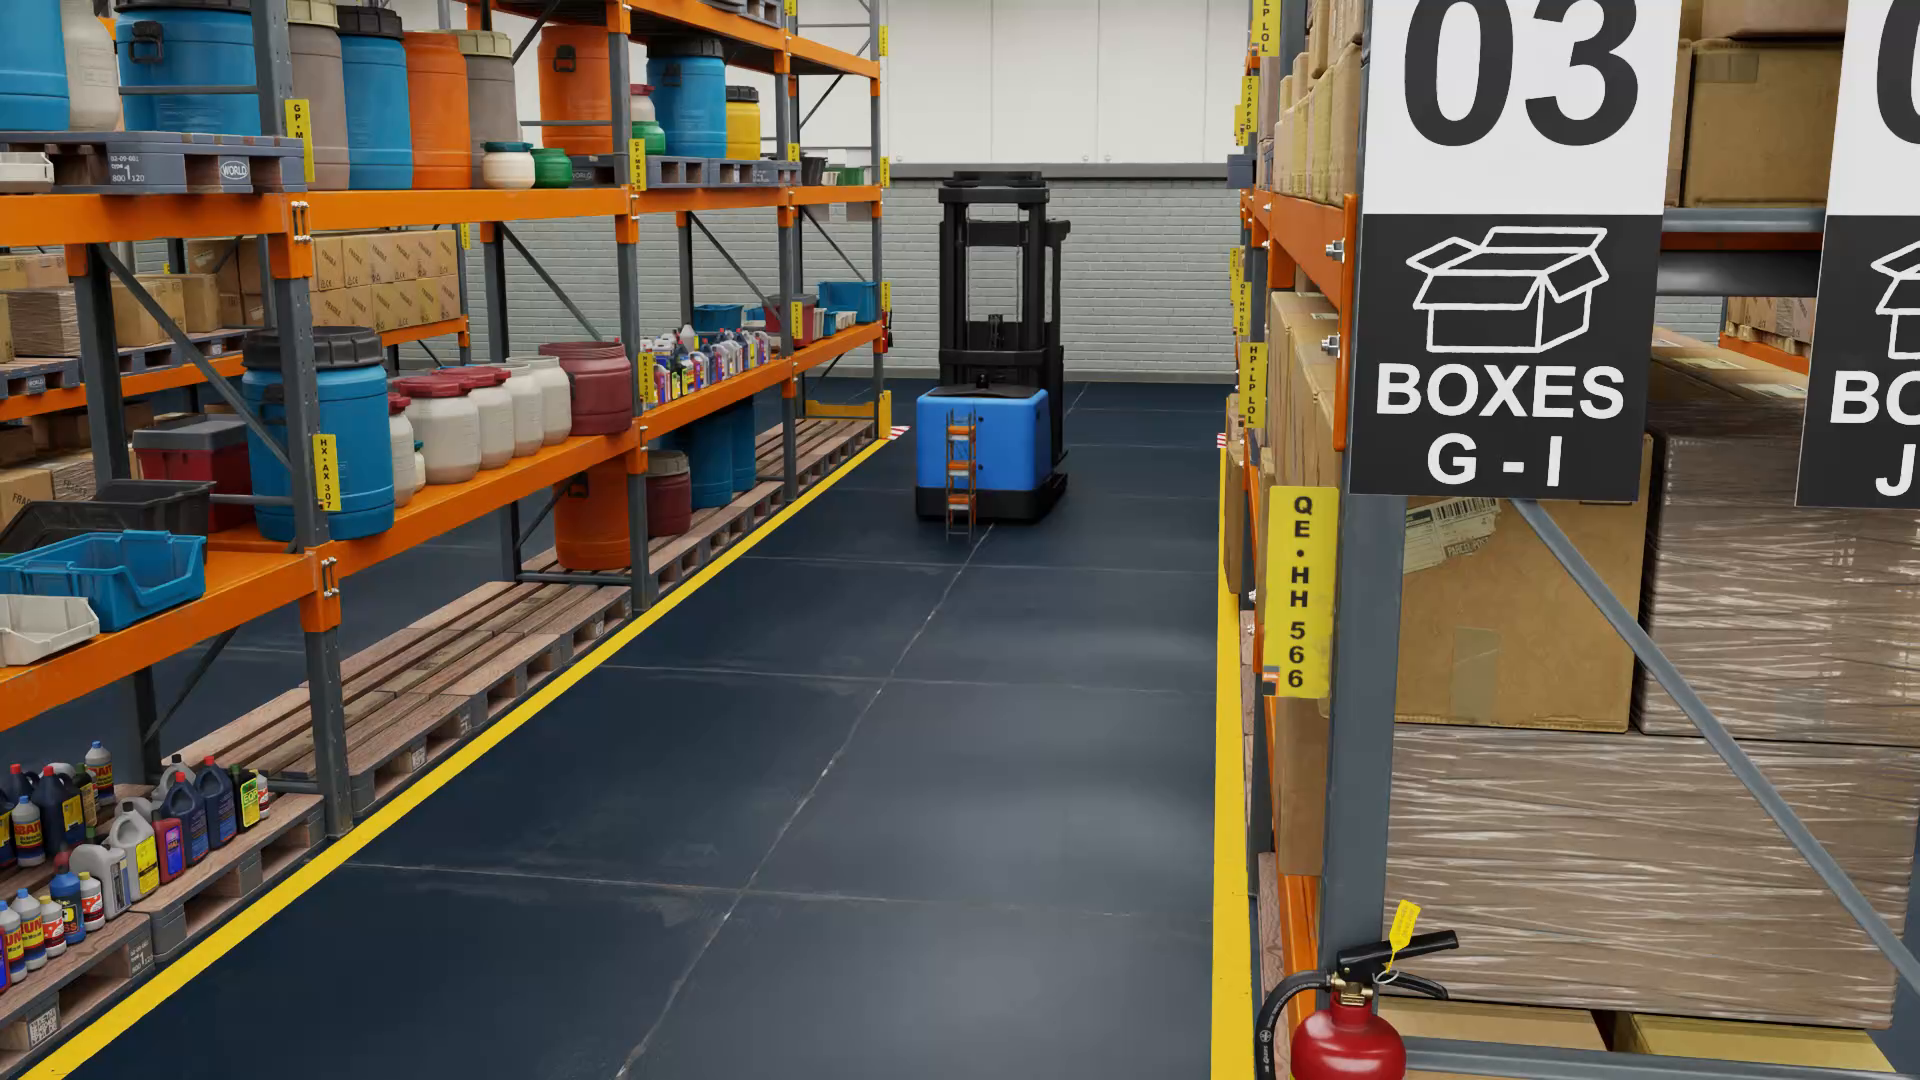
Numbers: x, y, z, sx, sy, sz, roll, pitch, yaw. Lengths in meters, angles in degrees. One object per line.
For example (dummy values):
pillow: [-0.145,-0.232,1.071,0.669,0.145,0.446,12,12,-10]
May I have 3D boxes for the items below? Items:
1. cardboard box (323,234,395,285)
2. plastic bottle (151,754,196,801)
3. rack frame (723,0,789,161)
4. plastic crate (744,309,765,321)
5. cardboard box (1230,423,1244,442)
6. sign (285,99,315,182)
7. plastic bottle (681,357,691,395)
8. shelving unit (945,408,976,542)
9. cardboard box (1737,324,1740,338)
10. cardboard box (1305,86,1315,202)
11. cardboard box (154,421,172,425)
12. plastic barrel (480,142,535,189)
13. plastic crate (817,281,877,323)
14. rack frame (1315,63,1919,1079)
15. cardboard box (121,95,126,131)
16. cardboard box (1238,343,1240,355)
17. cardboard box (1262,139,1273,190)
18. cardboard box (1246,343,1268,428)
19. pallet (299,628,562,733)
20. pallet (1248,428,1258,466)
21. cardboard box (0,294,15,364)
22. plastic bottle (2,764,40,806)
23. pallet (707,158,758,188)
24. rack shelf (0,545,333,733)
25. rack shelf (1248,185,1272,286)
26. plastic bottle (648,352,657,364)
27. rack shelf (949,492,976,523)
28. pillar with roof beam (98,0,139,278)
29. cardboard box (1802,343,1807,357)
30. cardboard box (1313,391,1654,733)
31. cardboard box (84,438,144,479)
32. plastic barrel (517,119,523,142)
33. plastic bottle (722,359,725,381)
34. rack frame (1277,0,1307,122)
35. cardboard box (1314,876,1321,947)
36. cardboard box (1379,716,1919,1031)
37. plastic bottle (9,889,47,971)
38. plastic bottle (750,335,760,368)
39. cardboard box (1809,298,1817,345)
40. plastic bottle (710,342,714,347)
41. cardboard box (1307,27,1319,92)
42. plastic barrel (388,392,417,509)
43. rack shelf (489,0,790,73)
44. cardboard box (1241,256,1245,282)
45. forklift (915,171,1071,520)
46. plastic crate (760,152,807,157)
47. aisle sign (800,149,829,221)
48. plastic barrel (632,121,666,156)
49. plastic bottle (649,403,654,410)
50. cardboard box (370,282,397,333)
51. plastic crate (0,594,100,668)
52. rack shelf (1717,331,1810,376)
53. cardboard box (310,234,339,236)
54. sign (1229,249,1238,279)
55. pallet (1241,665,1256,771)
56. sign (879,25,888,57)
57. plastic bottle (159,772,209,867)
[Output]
cardboard box: [-6.299,-2.945,17.429,0.500,0.500,0.500,2,12,10]
plastic bottle: [-3.179,1.049,6.752,0.144,0.351,0.185,2,12,9]
rack frame: [-1.992,-4.768,14.258,1.000,3.000,0.127,2,12,9]
plastic crate: [-1.989,-2.238,17.014,0.416,0.233,0.300,2,12,9]
cardboard box: [2.558,-0.337,11.984,1.225,0.875,0.875,2,12,9]
sign: [-2.681,-1.621,6.752,0.100,0.325,0.005,2,12,9]
plastic bottle: [-2.049,-1.215,12.316,0.097,0.271,0.097,0,12,0]
shelving unit: [0.008,-0.524,13.434,0.215,1.050,0.252,2,12,9]
cardboard box: [8.030,-2.092,16.676,0.380,0.149,0.250,2,12,11]
cardboard box: [1.040,-0.889,3.734,0.500,0.250,0.500,2,12,10]
cardboard box: [-7.272,-0.786,14.908,0.500,0.500,0.500,2,12,9]
plastic barrel: [-2.572,-2.129,9.461,0.301,0.262,0.301,0,12,0]
plastic crate: [-1.244,-2.639,18.392,0.616,0.435,0.499,2,12,9]
rack frame: [1.056,0.823,2.554,1.000,3.000,0.127,2,12,9]
cardboard box: [-7.117,-3.524,14.132,0.600,0.600,0.600,2,12,8]
cardboard box: [2.664,-1.680,14.765,0.380,0.149,0.250,2,12,10]
cardboard box: [1.814,-1.932,8.572,0.500,0.250,0.500,2,12,10]
cardboard box: [2.118,-1.002,10.785,0.500,0.500,0.500,2,12,10]
pallet: [-2.955,0.774,9.403,1.003,0.211,1.213,2,12,9]
pallet: [2.282,-0.597,9.597,1.213,0.211,1.003,2,12,9]
cardboard box: [-7.516,-1.553,12.345,0.700,0.500,0.500,-2,12,-10]
plastic bottle: [-3.757,1.064,6.678,0.144,0.351,0.185,2,12,10]
pallet: [-2.188,-2.807,12.726,1.003,0.211,1.213,2,12,9]
rack shelf: [-3.530,0.598,5.306,1.077,0.370,4.000,2,12,9]
rack shelf: [1.979,-1.541,8.109,1.077,0.370,4.000,2,12,9]
plastic bottle: [-2.492,-1.413,13.402,0.097,0.201,0.097,0,12,0]
rack shelf: [0.008,-0.242,13.495,0.215,0.259,0.240,2,12,9]
pillar with roof beam: [-7.352,-6.372,21.702,9.100,9.000,0.400,2,12,9]
cardboard box: [7.800,-1.710,14.904,0.380,0.149,0.250,2,12,8]
cardboard box: [0.897,0.018,2.975,0.500,0.500,0.500,2,12,9]
cardboard box: [-6.917,-0.565,13.883,0.500,0.500,0.500,1,12,7]
plastic barrel: [-2.958,-2.469,10.444,0.421,0.512,0.421,0,12,0]
plastic bottle: [-1.914,-1.363,13.171,0.097,0.201,0.097,0,12,0]
rack frame: [1.671,-2.942,5.786,1.000,3.000,0.127,2,12,9]
cardboard box: [0.923,0.774,3.378,0.380,0.149,0.250,2,12,9]
cardboard box: [1.168,0.515,3.039,0.875,0.500,0.500,2,12,9]
plastic bottle: [-3.183,1.322,5.672,0.097,0.271,0.097,0,12,0]
plastic bottle: [-1.790,-1.606,14.121,0.152,0.276,0.135,2,12,9]
cardboard box: [7.663,-1.905,14.271,0.500,0.500,0.500,2,12,7]
plastic bottle: [-2.014,-1.471,13.505,0.097,0.271,0.097,0,12,0]
cardboard box: [0.998,-1.103,3.783,0.380,0.149,0.250,1,12,6]
plastic barrel: [-2.859,-0.429,8.039,0.433,0.535,0.433,0,12,0]
rack shelf: [-2.300,-3.805,12.444,1.077,0.370,4.000,2,12,9]
cardboard box: [2.708,-2.218,14.535,0.500,0.500,0.500,2,12,10]
forklift: [0.404,-1.870,15.212,1.130,2.935,3.031,2,12,11]
plastic crate: [-1.884,-3.795,17.010,0.504,0.338,0.767,2,12,9]
aisle sign: [-1.659,-3.963,18.594,0.394,0.787,0.004,2,12,9]
plastic barrel: [-2.217,-2.812,11.671,0.294,0.245,0.294,0,12,0]
plastic bottle: [-2.177,-1.043,11.517,0.097,0.271,0.097,0,12,0]
cardboard box: [-6.307,-2.459,17.548,0.500,0.500,0.500,2,12,8]
plastic crate: [-3.222,0.305,5.584,0.530,0.136,0.437,2,12,9]
rack shelf: [8.095,-1.558,15.310,1.077,0.370,4.000,2,12,9]
cardboard box: [-6.832,-2.964,17.518,0.500,0.500,0.500,2,12,8]
sign: [2.970,-2.989,17.999,0.100,0.325,0.005,2,12,9]
pallet: [1.975,0.937,8.646,1.003,0.211,1.213,2,12,9]
sign: [-0.831,-5.429,18.089,0.100,0.325,0.005,2,12,9]
plastic bottle: [-3.066,1.093,6.544,0.144,0.351,0.185,1,12,6]
